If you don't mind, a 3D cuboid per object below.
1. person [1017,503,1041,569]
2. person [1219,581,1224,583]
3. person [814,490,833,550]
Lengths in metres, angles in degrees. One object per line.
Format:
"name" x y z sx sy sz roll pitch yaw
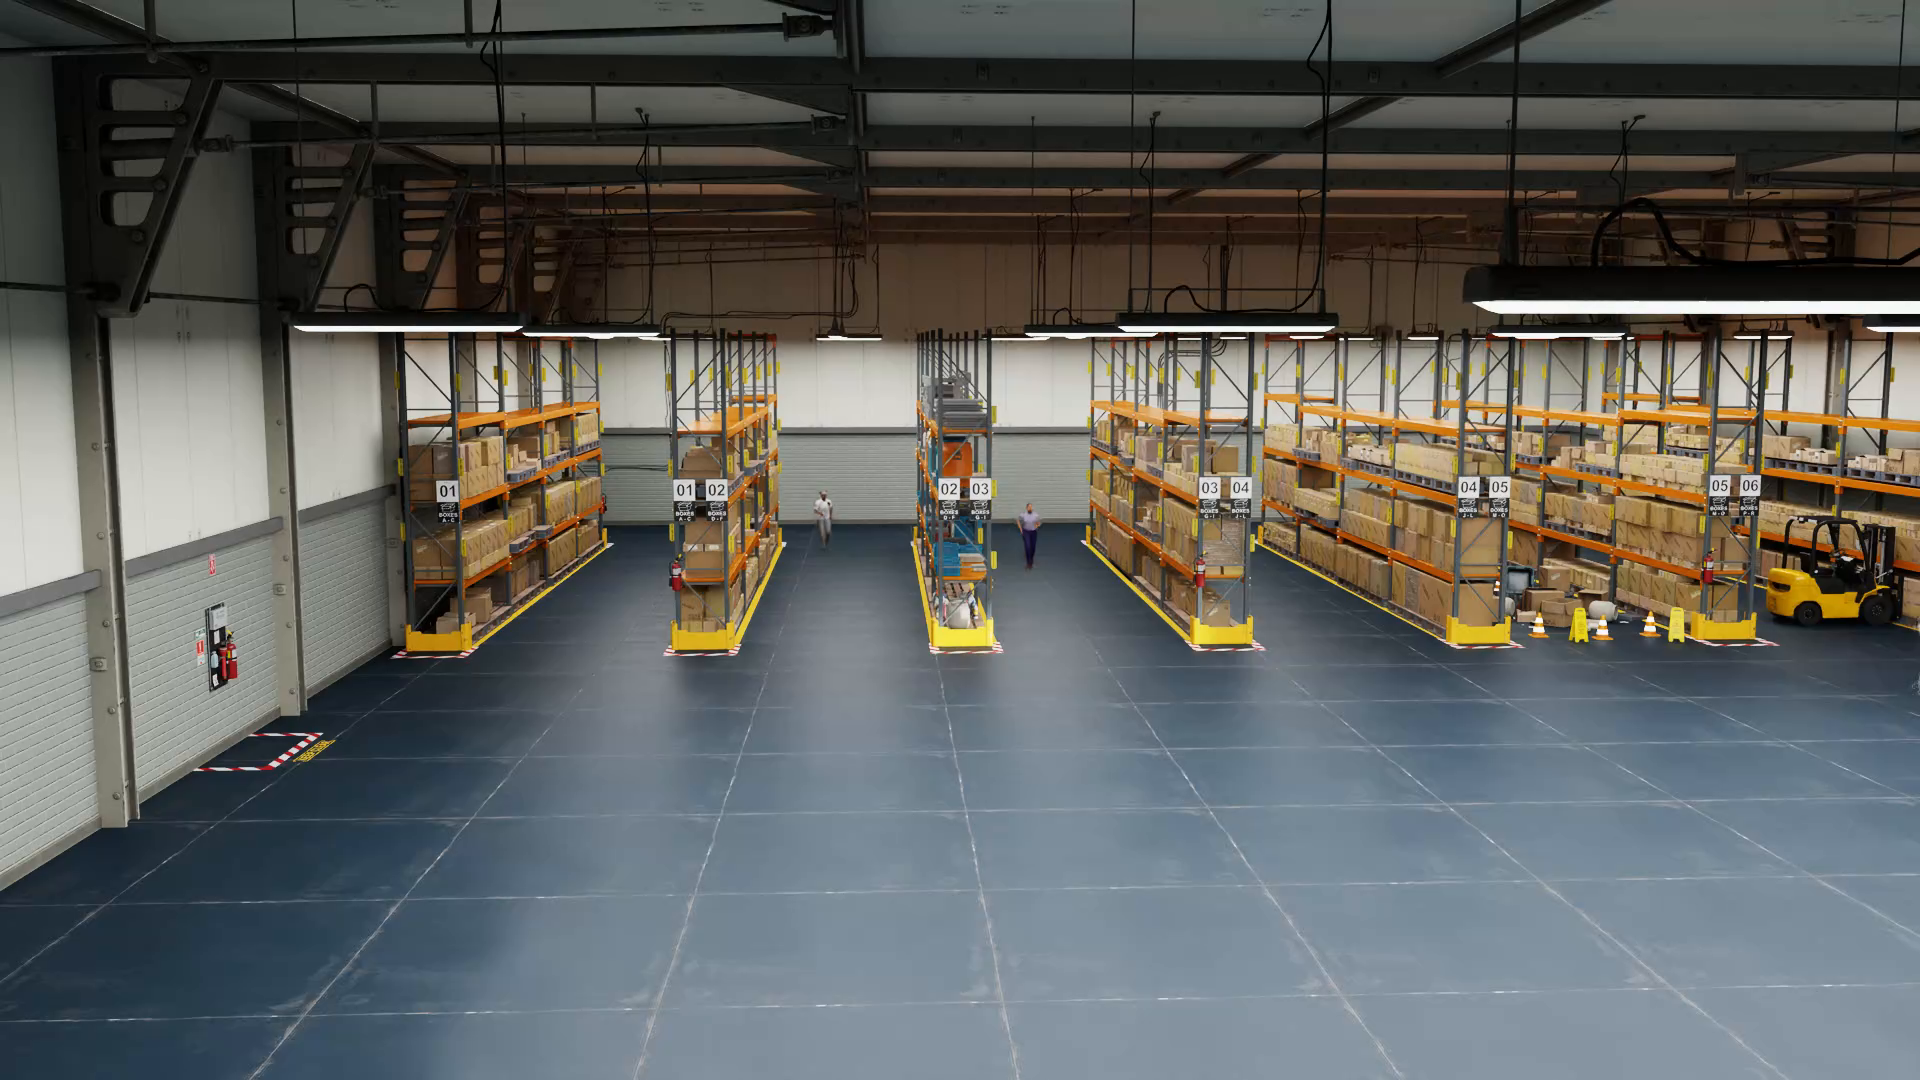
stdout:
"person" 1.784 -0.126 42.782 0.607 1.659 0.805 -1 7 -10
"person" 6.172 0.094 40.019 0.707 1.768 1.045 0 7 -4
"person" -3.788 -0.548 46.324 0.563 1.710 0.661 -2 7 -13
